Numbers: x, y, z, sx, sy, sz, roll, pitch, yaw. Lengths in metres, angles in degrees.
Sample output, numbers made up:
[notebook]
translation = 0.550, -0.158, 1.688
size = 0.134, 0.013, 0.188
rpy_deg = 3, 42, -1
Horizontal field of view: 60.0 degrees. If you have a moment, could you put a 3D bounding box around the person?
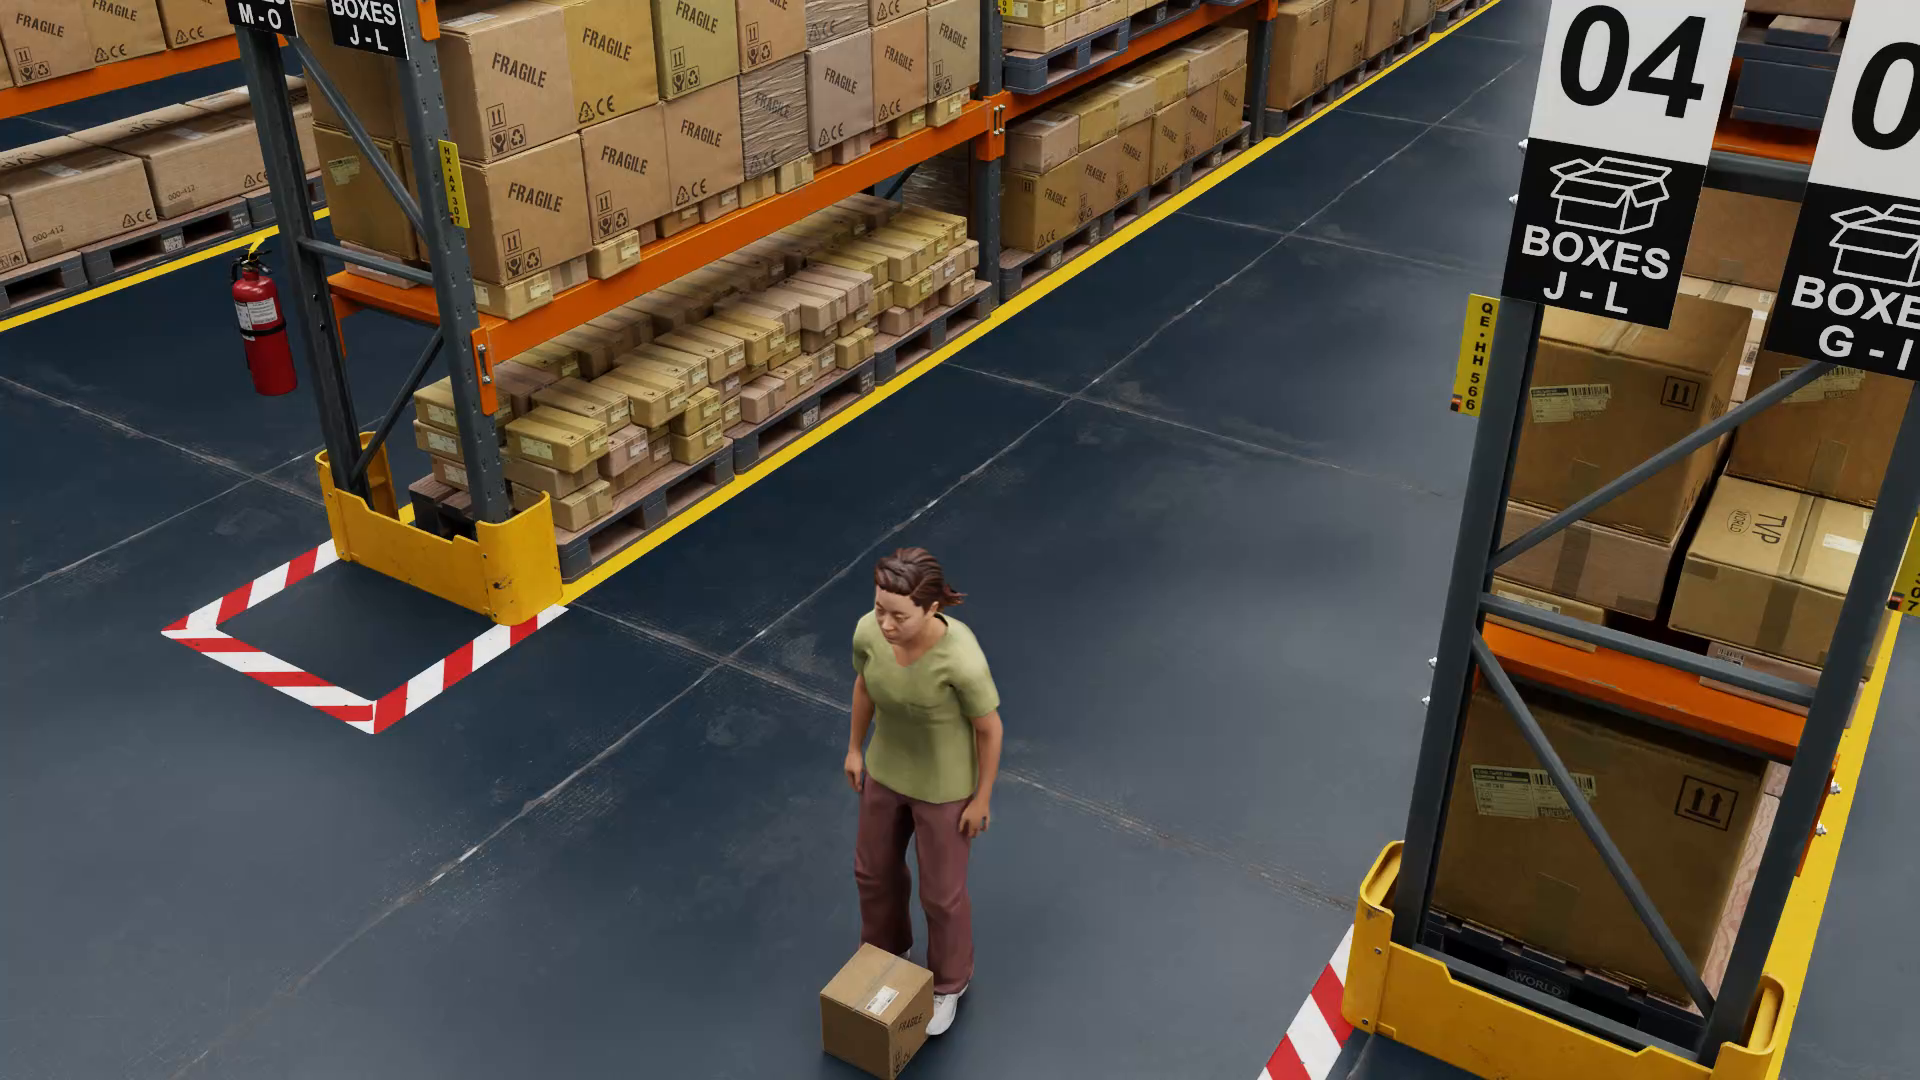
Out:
[person]
translation = -0.126, 0.728, 4.912
size = 0.501, 1.661, 0.353
rpy_deg = 17, 35, 27
